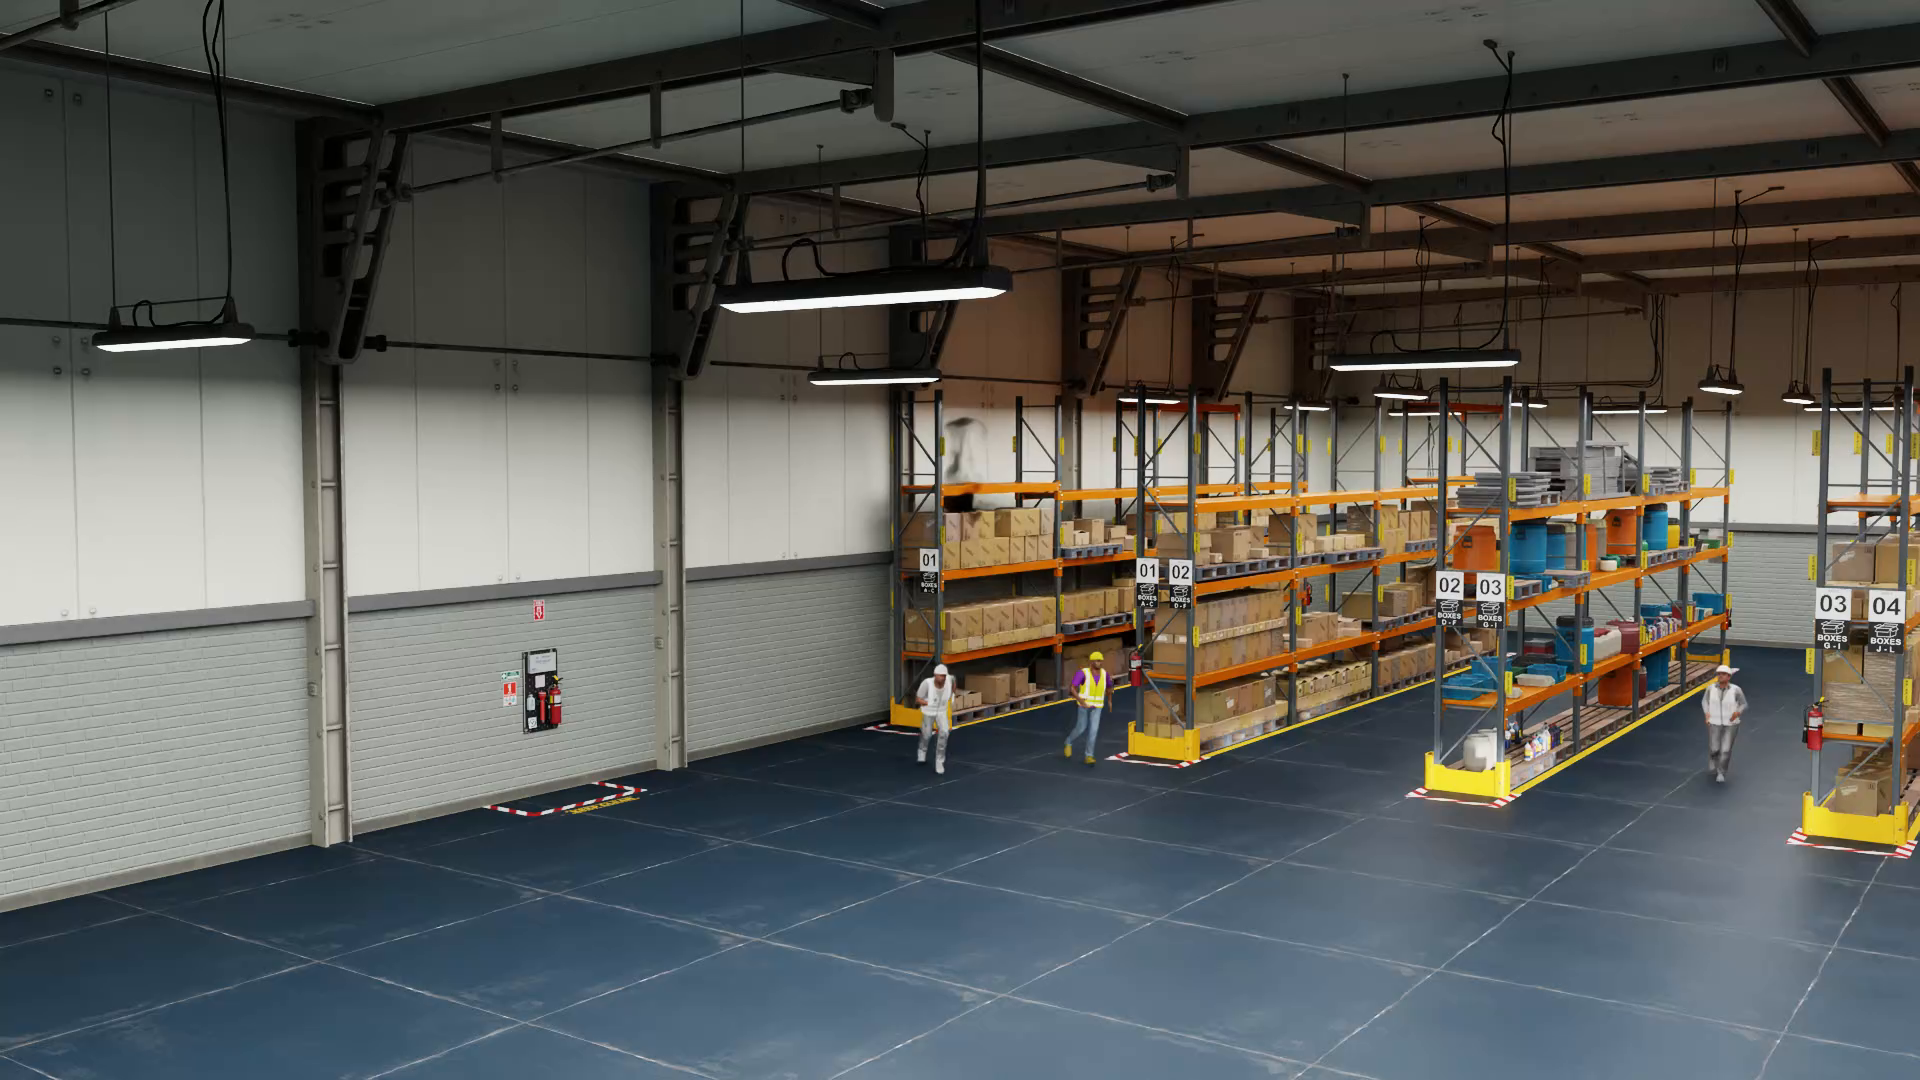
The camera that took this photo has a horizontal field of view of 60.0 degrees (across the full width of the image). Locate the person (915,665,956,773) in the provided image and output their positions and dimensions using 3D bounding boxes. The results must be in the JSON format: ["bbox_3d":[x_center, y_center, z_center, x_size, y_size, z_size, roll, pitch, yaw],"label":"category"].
[{"bbox_3d":[-0.399,2.743,25.772,0.729,1.720,1.020,-1,3,-21],"label":"person"}]

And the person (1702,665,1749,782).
[{"bbox_3d":[11.437,2.740,24.892,0.656,1.746,0.626,2,4,32],"label":"person"}]

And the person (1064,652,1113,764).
[{"bbox_3d":[2.097,2.643,26.377,0.735,1.744,0.879,-1,3,-18],"label":"person"}]
